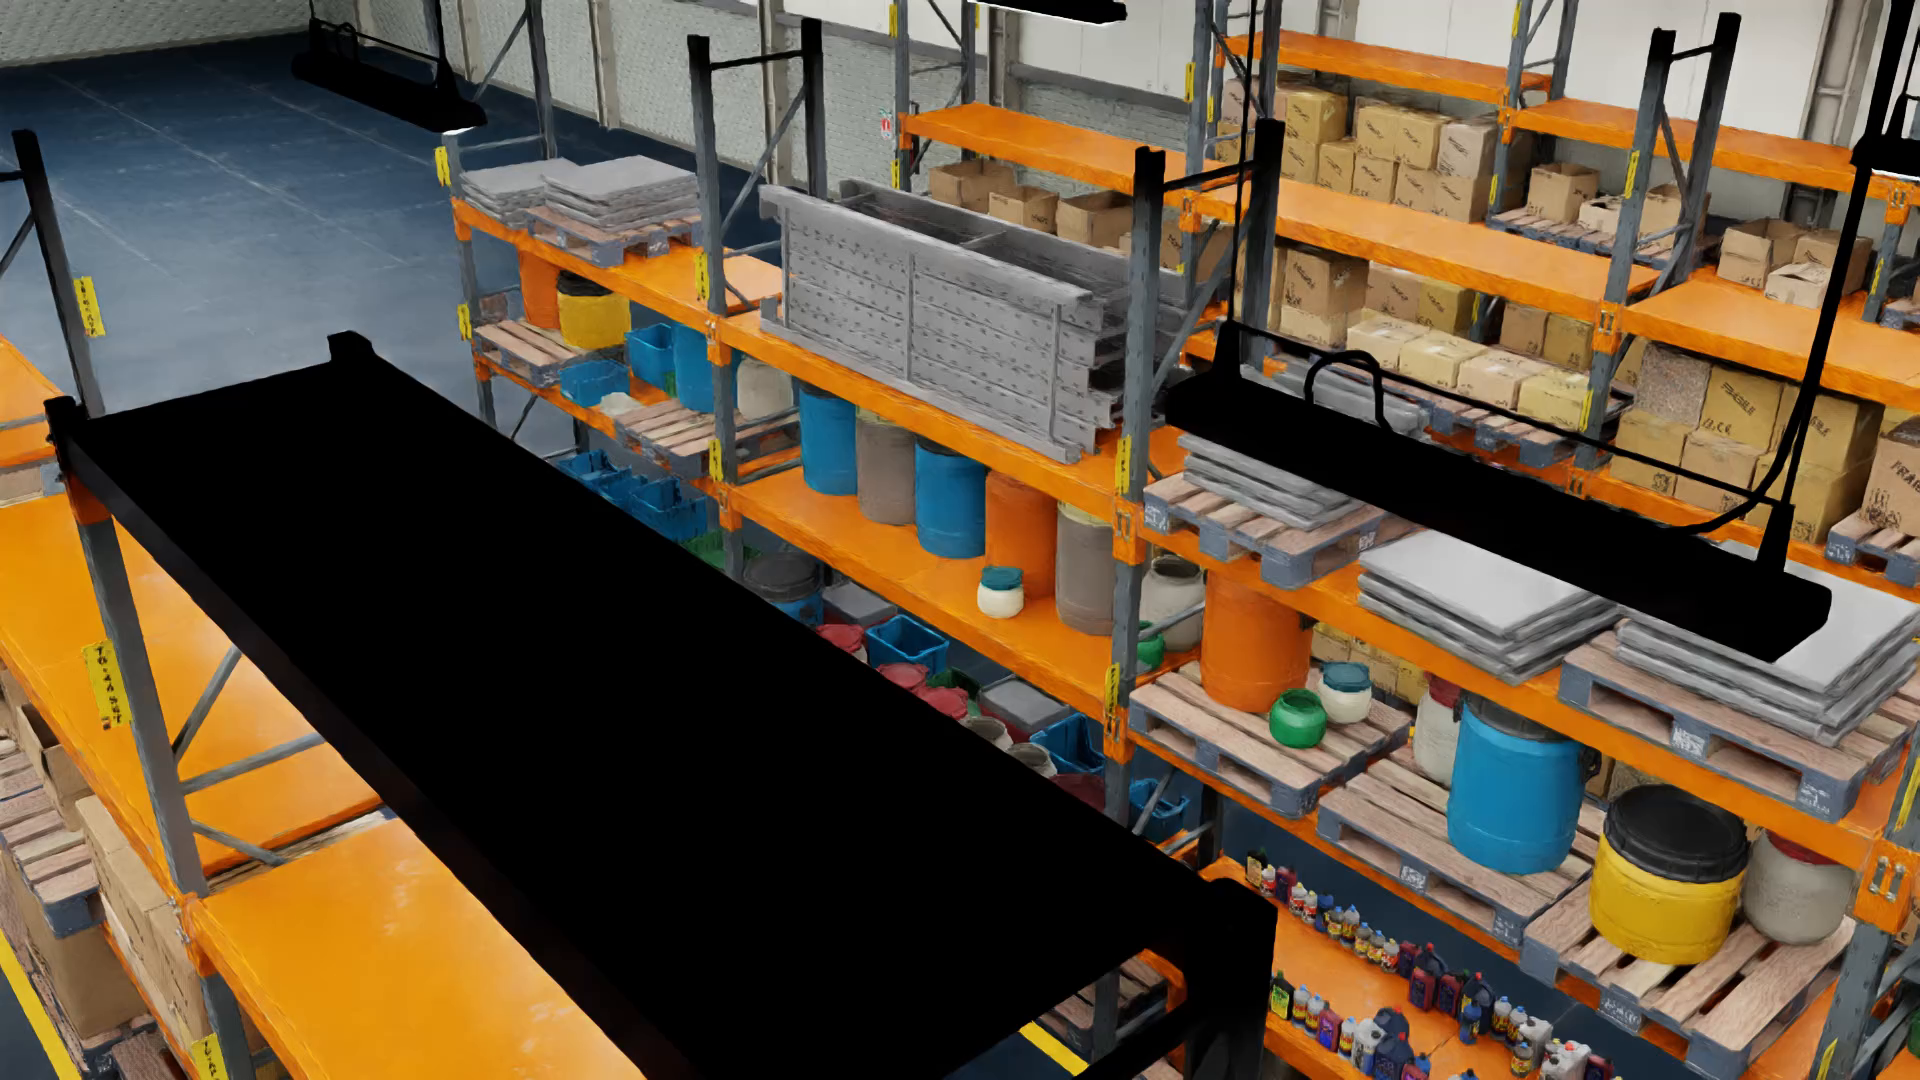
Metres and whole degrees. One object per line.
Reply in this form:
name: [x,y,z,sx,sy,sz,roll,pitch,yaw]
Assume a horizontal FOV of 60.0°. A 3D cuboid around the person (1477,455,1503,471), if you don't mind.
person: [5.052,-0.207,16.191,0.465,1.598,0.401,8,28,16]
